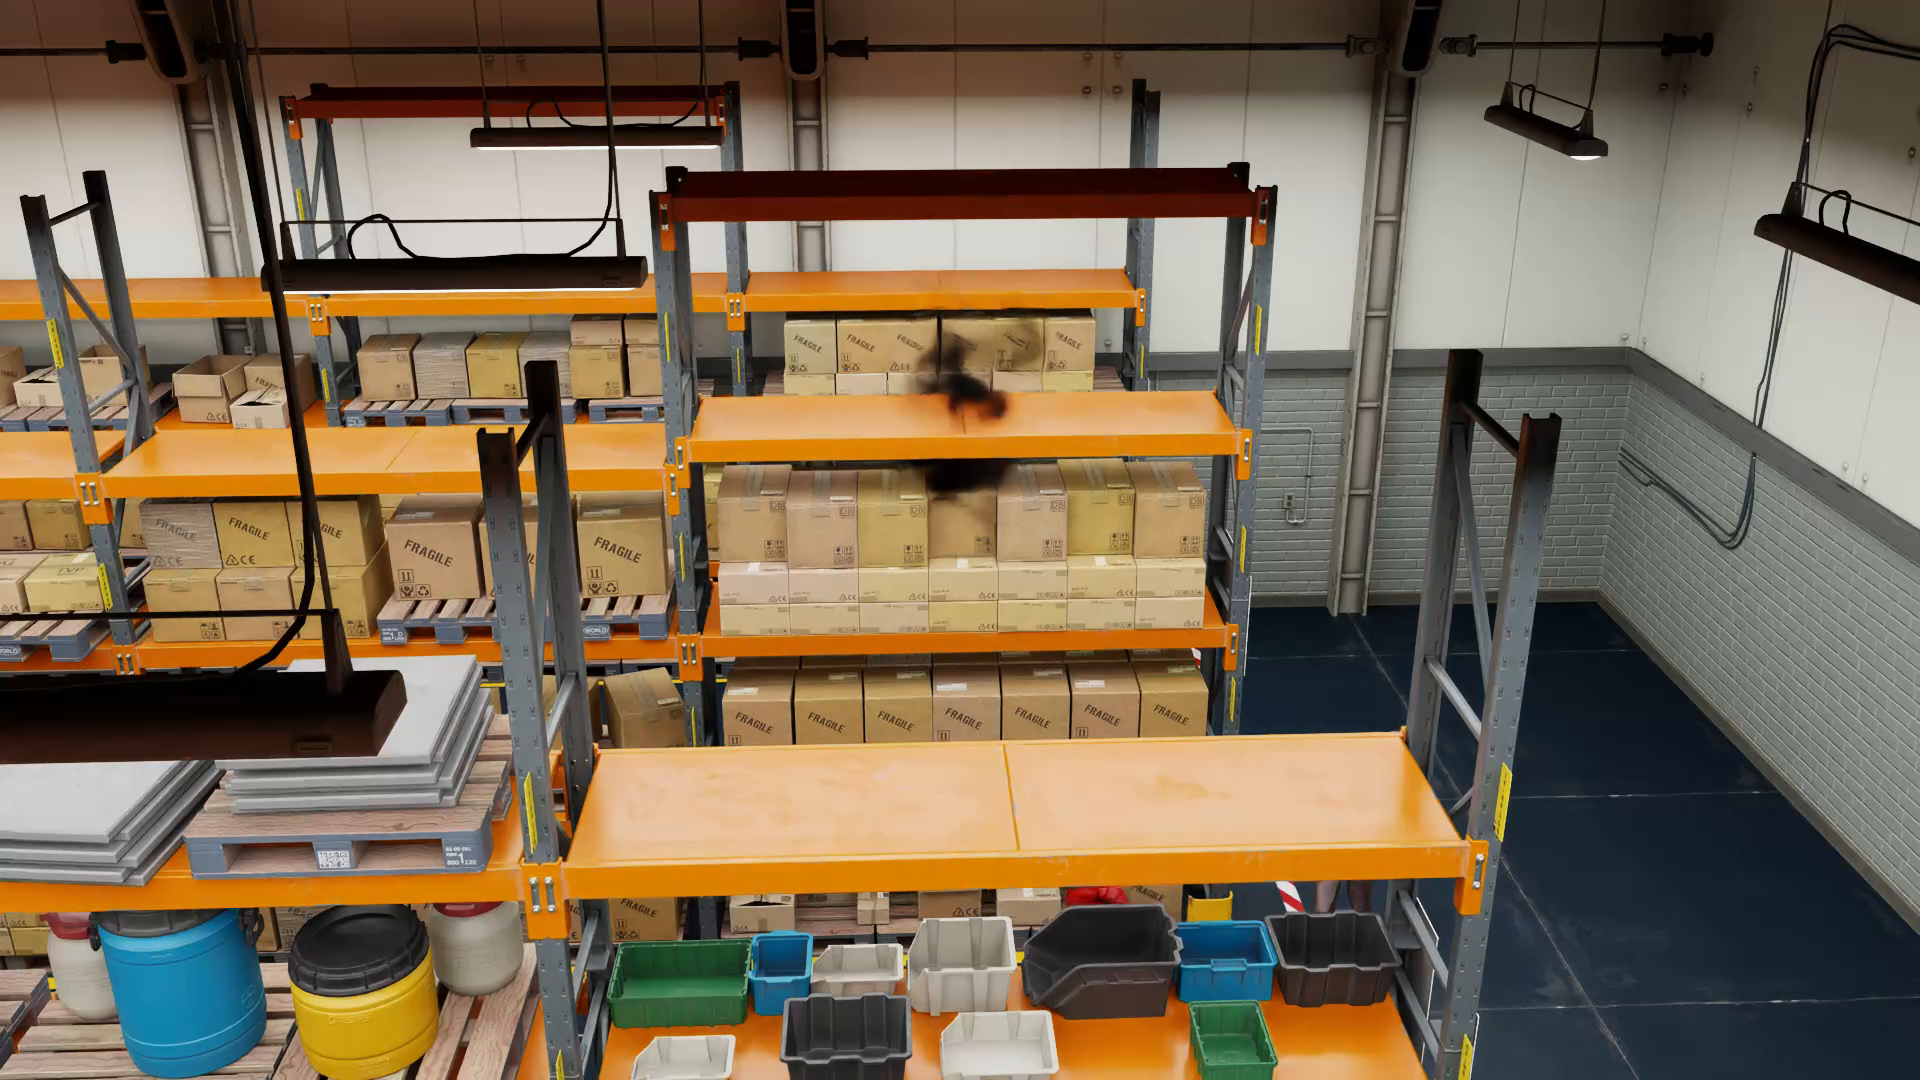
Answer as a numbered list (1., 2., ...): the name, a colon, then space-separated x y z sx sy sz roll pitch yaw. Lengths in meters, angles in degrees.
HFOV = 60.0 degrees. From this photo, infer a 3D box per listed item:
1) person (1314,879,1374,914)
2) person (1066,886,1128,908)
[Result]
1. person: 2.801 2.425 12.333 0.691 1.725 0.770 12 25 27
2. person: 0.905 2.786 11.496 0.515 1.689 0.672 -2 22 -6
